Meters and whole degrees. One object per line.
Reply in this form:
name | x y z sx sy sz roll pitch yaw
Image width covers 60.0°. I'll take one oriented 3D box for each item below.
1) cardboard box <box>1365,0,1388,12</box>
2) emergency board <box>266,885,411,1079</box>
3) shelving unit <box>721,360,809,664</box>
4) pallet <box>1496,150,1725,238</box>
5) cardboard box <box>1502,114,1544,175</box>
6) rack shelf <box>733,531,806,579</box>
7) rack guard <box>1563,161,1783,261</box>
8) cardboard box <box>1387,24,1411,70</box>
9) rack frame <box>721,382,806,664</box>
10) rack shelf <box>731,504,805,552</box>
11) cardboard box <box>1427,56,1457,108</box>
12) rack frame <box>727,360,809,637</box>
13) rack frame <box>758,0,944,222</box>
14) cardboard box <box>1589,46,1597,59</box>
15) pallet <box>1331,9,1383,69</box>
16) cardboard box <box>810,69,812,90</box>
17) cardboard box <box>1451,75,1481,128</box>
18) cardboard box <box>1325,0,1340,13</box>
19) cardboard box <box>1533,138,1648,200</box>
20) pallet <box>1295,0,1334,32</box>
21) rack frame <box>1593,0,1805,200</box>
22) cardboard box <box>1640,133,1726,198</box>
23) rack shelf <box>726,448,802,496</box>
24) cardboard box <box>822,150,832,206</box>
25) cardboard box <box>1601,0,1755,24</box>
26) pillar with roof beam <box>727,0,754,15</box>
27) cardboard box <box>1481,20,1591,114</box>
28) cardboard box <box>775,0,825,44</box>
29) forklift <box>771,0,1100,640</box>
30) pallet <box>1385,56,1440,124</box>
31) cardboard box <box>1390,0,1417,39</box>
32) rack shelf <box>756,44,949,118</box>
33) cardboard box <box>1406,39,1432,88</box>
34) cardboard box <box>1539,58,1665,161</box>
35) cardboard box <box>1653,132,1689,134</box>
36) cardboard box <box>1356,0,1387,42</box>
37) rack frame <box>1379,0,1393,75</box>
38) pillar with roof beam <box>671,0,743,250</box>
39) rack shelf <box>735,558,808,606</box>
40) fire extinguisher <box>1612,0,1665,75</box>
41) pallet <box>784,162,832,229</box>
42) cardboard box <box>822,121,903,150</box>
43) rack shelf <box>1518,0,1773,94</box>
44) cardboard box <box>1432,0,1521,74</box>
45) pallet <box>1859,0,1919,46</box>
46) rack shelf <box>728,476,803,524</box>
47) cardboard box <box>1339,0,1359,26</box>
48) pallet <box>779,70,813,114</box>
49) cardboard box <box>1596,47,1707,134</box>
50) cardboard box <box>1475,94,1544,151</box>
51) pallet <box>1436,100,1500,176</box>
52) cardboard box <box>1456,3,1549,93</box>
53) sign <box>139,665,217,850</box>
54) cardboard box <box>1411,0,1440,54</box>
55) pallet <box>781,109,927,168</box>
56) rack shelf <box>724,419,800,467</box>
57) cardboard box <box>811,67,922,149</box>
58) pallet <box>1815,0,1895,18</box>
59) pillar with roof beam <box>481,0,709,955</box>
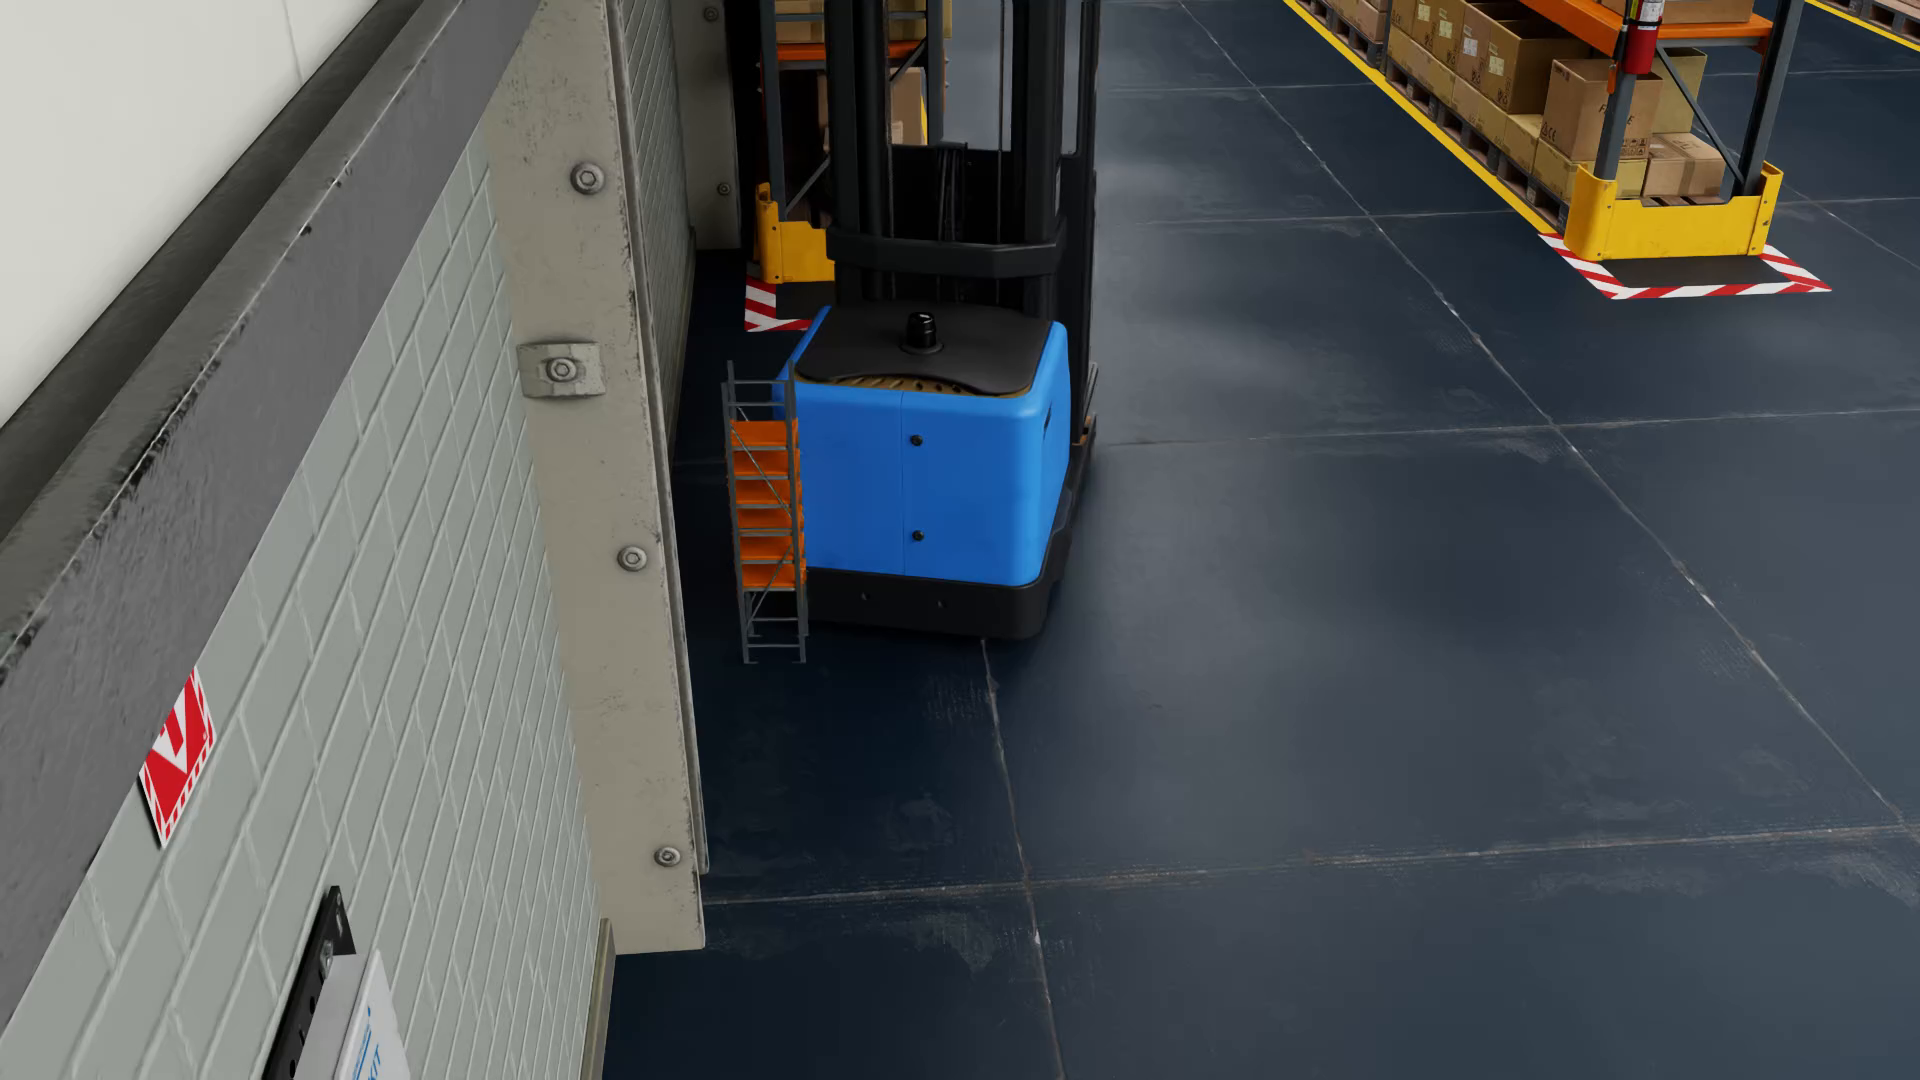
cardboard box | 3.639 -4.582 13.721 0.500 0.311 0.500 -3 31 -5
emergency board | -0.769 1.144 2.410 0.194 1.169 0.643 -3 31 -5
shelving unit | -0.719 -0.084 6.221 0.258 1.200 0.189 0 31 0
pallet | 4.223 -2.298 10.891 1.003 0.211 1.213 -3 31 -5
cardboard box | 3.933 -2.621 10.984 0.500 0.250 0.500 -3 31 -5
rack shelf | -0.719 0.057 6.305 0.258 0.103 0.180 0 31 0
rack guard | 4.338 -2.021 10.146 1.175 0.500 0.348 -3 31 -5
cardboard box | 3.704 -3.897 13.121 0.500 0.250 0.500 -3 31 -5
rack frame | -0.719 -0.037 6.142 0.240 1.200 0.006 0 31 0
rack shelf | -0.719 -0.046 6.244 0.258 0.103 0.180 0 31 0
cardboard box | 3.787 -3.386 12.266 0.500 0.250 0.500 -3 31 -5
rack frame | -0.720 -0.131 6.299 0.240 1.200 0.006 0 31 0
rack frame | -0.595 -2.867 9.125 1.000 3.000 0.127 -3 31 -5
cardboard box | 4.399 -3.223 11.261 0.500 0.500 0.500 -3 31 -5
pallet | 3.855 -4.326 14.286 1.003 0.211 1.213 -3 31 -5
cardboard box | -0.832 -3.497 12.188 0.500 0.500 0.500 -5 31 -8
cardboard box | 3.840 -3.131 11.839 0.500 0.250 0.500 -3 31 -5
cardboard box | 3.541 -4.866 14.743 0.500 0.250 0.500 -2 31 -3
cardboard box | 3.992 -2.366 10.558 0.500 0.250 0.500 -3 31 -5
pallet | 3.738 -4.950 15.331 1.003 0.211 1.213 -3 31 -5
rack frame | 4.336 -3.106 9.526 1.000 3.000 0.127 -3 31 -5
cardboard box | 4.508 -2.391 10.599 0.500 0.250 0.500 -3 31 -5
rack shelf | -0.719 -0.252 6.120 0.258 0.103 0.180 0 31 0
cardboard box | -0.571 -2.259 10.300 0.500 0.311 0.500 -6 31 -10
cardboard box | 4.305 -3.388 9.900 0.700 0.500 0.500 -3 31 -5
pillar with roof beam | 2.203 -9.028 13.589 9.100 9.000 0.400 -3 31 -5
cardboard box | 3.882 -3.198 11.219 0.500 0.500 0.500 -3 31 -5
cardboard box | -0.832 -3.041 9.542 0.500 0.250 0.500 -2 31 -4
forklift | 0.048 -1.611 7.089 1.130 2.935 3.031 5 31 9
pallet | 3.995 -3.544 12.977 1.003 0.211 1.213 -3 31 -5
cardboard box | 3.694 -4.219 12.928 0.500 0.500 0.500 -3 31 -5
rack shelf | -0.782 -3.579 11.019 1.077 0.370 4.000 -3 31 -5
cardboard box | 3.746 -3.642 12.694 0.500 0.250 0.500 -3 31 -5
cardboard box | 3.990 -2.688 10.365 0.500 0.500 0.500 -3 31 -5
cardboard box | 4.457 -2.646 11.026 0.500 0.250 0.500 -3 31 -5
cardboard box | 3.635 -4.346 13.873 0.500 0.250 0.500 -3 31 -5
rack frame | 3.962 -5.149 12.945 1.000 3.000 0.127 -3 31 -5
pillar with roof beam | 2.764 -5.965 8.461 9.100 9.000 0.400 -3 31 -5
rack shelf | -0.719 0.160 6.367 0.258 0.103 0.180 0 31 0
fire extinguisher | 3.885 -2.991 9.407 0.296 0.674 0.183 -3 31 -5
pallet | -0.643 -2.125 10.602 1.003 0.211 1.213 -3 31 -5
cardboard box | -0.624 -2.550 10.788 0.500 0.311 0.500 0 31 0
rack shelf | 4.149 -3.819 11.420 1.077 0.370 4.000 -3 31 -5
cardboard box | 3.788 -3.708 12.073 0.500 0.500 0.500 -3 31 -5
pallet | 8.782 -4.586 14.722 1.003 0.211 1.213 -3 31 -5
rack shelf | -0.719 -0.149 6.182 0.258 0.103 0.180 0 31 0
cardboard box | 3.590 -4.605 14.306 0.500 0.250 0.500 -3 31 -5
pallet | -0.871 -3.371 12.688 1.003 0.211 1.213 -3 31 -5
cardboard box | 4.459 -2.968 10.834 0.500 0.500 0.500 -3 31 -5
cardboard box | 3.885 -2.876 11.411 0.500 0.250 0.500 -3 31 -5
pallet | 4.112 -2.919 11.931 1.003 0.211 1.213 -3 31 -5
cardboard box | 3.836 -3.453 11.646 0.500 0.500 0.500 -3 31 -5
sign | -0.867 0.157 1.801 0.001 0.298 0.199 -3 31 -5
cardboard box | 3.749 -3.964 12.501 0.500 0.500 0.500 -3 31 -5
pallet | -0.754 -2.747 11.643 1.003 0.211 1.213 -3 31 -5
rack shelf | -0.719 -0.355 6.059 0.258 0.103 0.180 0 31 0
cardboard box | -0.643 -3.008 11.370 0.700 0.500 0.500 -5 31 -8
pallet | 8.665 -5.210 15.767 1.003 0.211 1.213 -3 31 -5
pillar with roof beam | 3.325 -2.902 3.332 9.100 9.000 0.400 -3 31 -5
